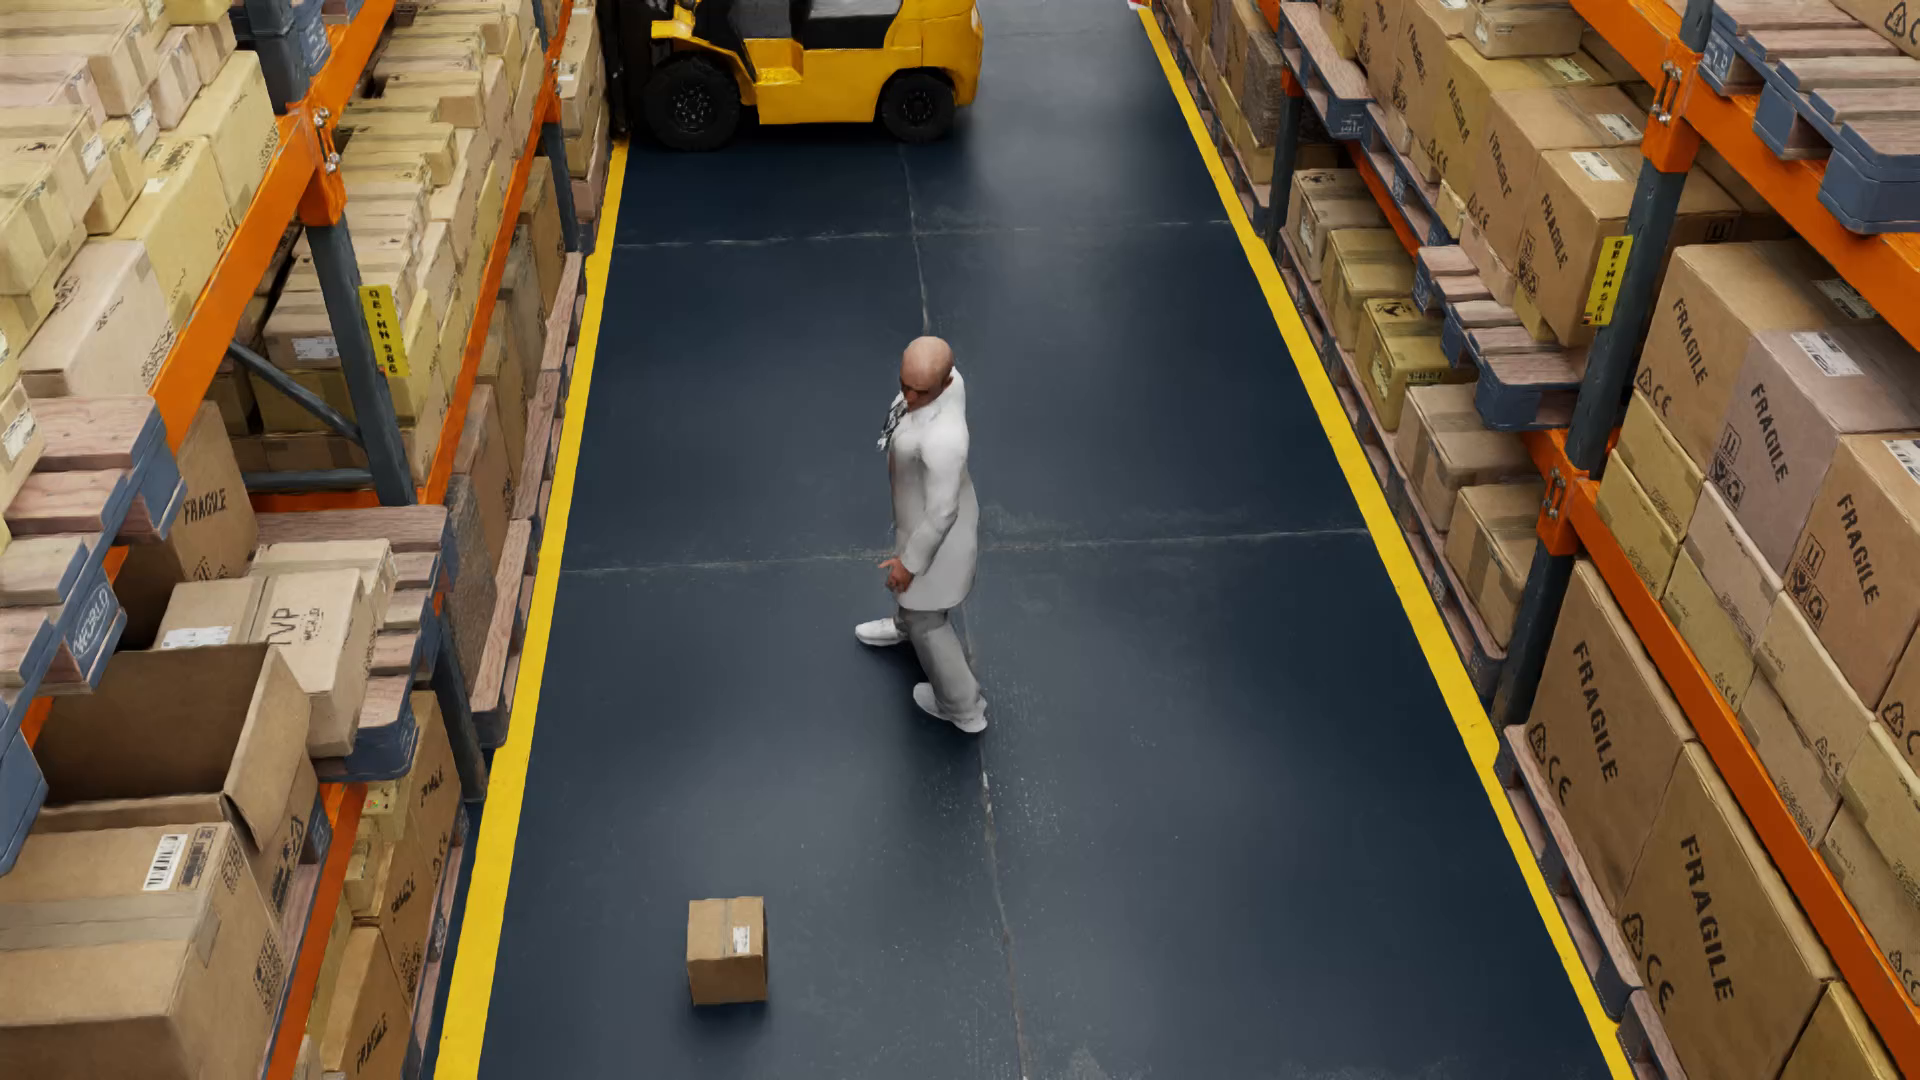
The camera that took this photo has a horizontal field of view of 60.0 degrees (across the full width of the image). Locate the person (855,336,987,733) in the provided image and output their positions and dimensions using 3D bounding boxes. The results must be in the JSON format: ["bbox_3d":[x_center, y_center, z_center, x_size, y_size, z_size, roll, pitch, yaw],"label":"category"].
[{"bbox_3d":[-0.170,-0.070,6.279,0.614,1.774,0.683,4,39,5],"label":"person"}]
